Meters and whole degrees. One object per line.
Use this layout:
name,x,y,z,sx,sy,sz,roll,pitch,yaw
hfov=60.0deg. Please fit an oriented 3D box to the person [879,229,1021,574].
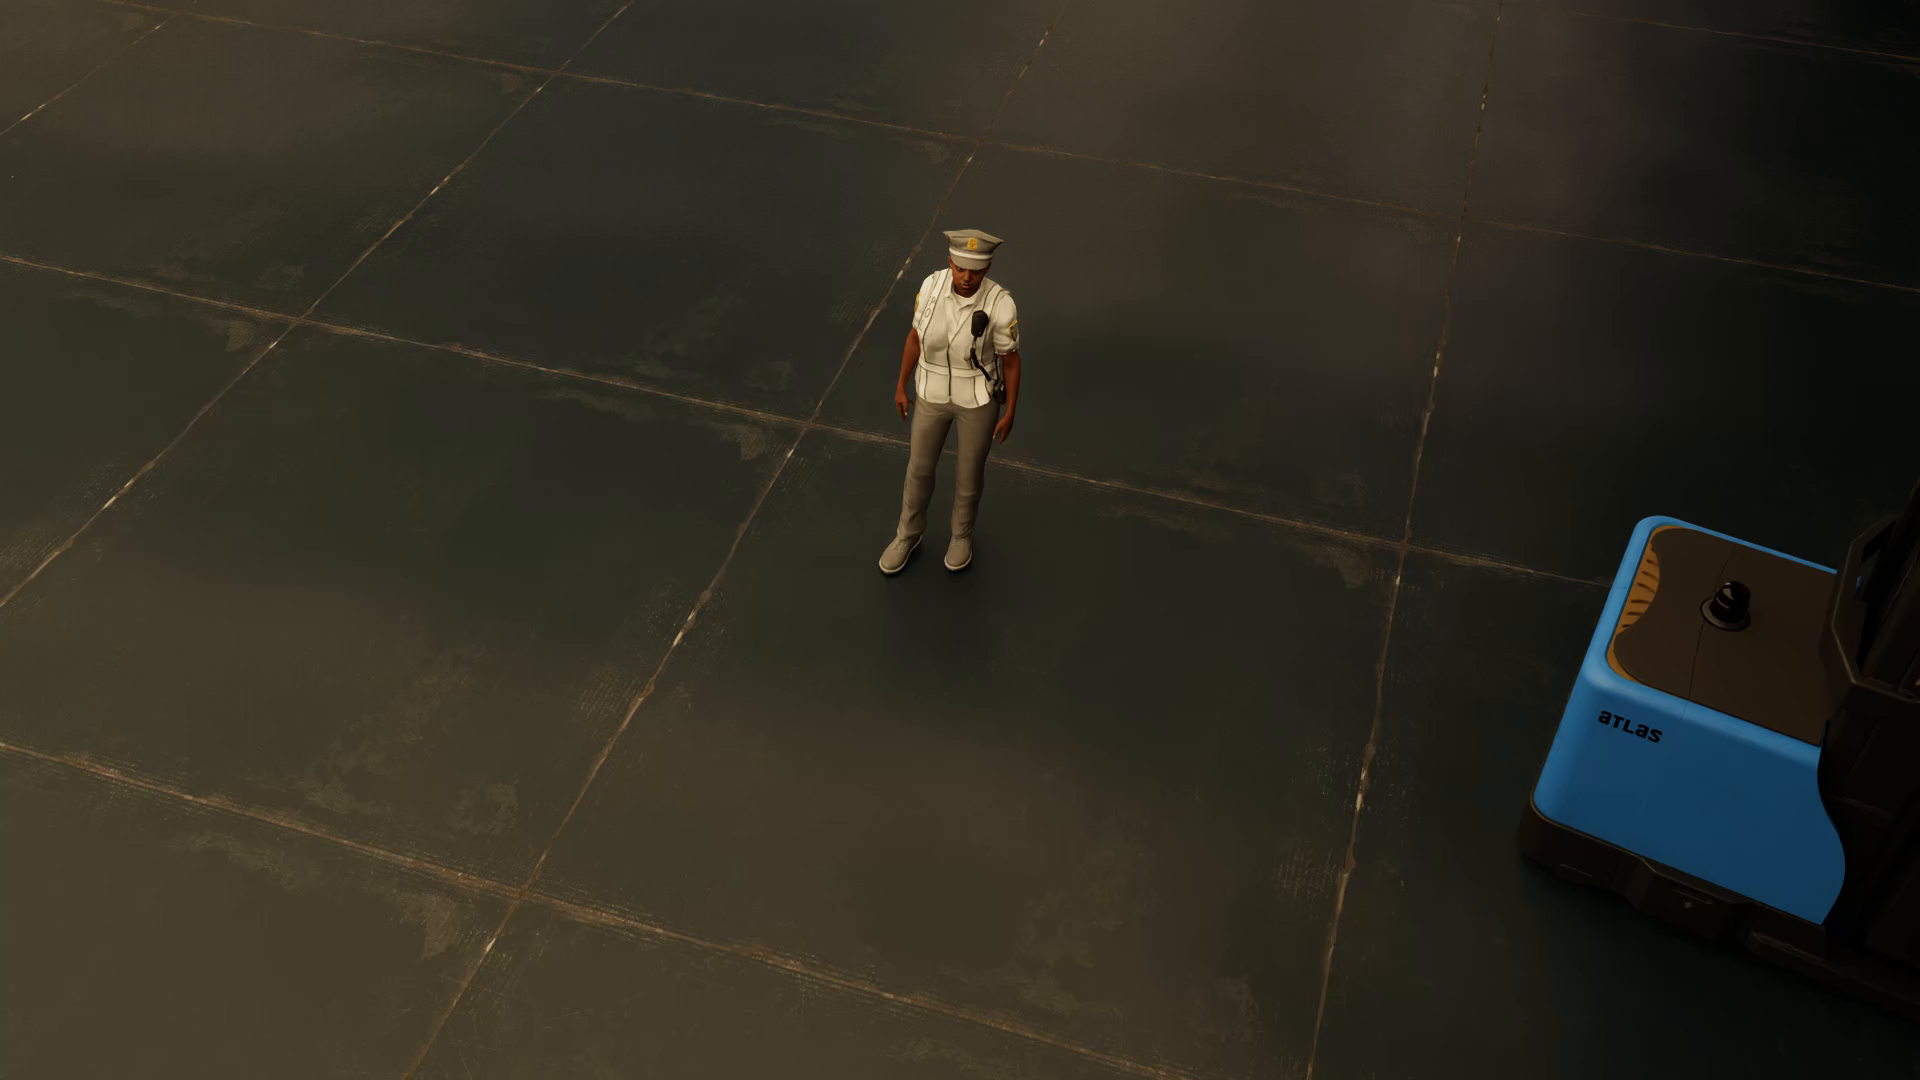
person,-0.042,-0.581,7.211,0.569,1.695,0.528,12,44,13

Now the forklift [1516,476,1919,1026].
forklift,3.705,0.372,5.289,3.031,2.935,1.130,21,47,21
